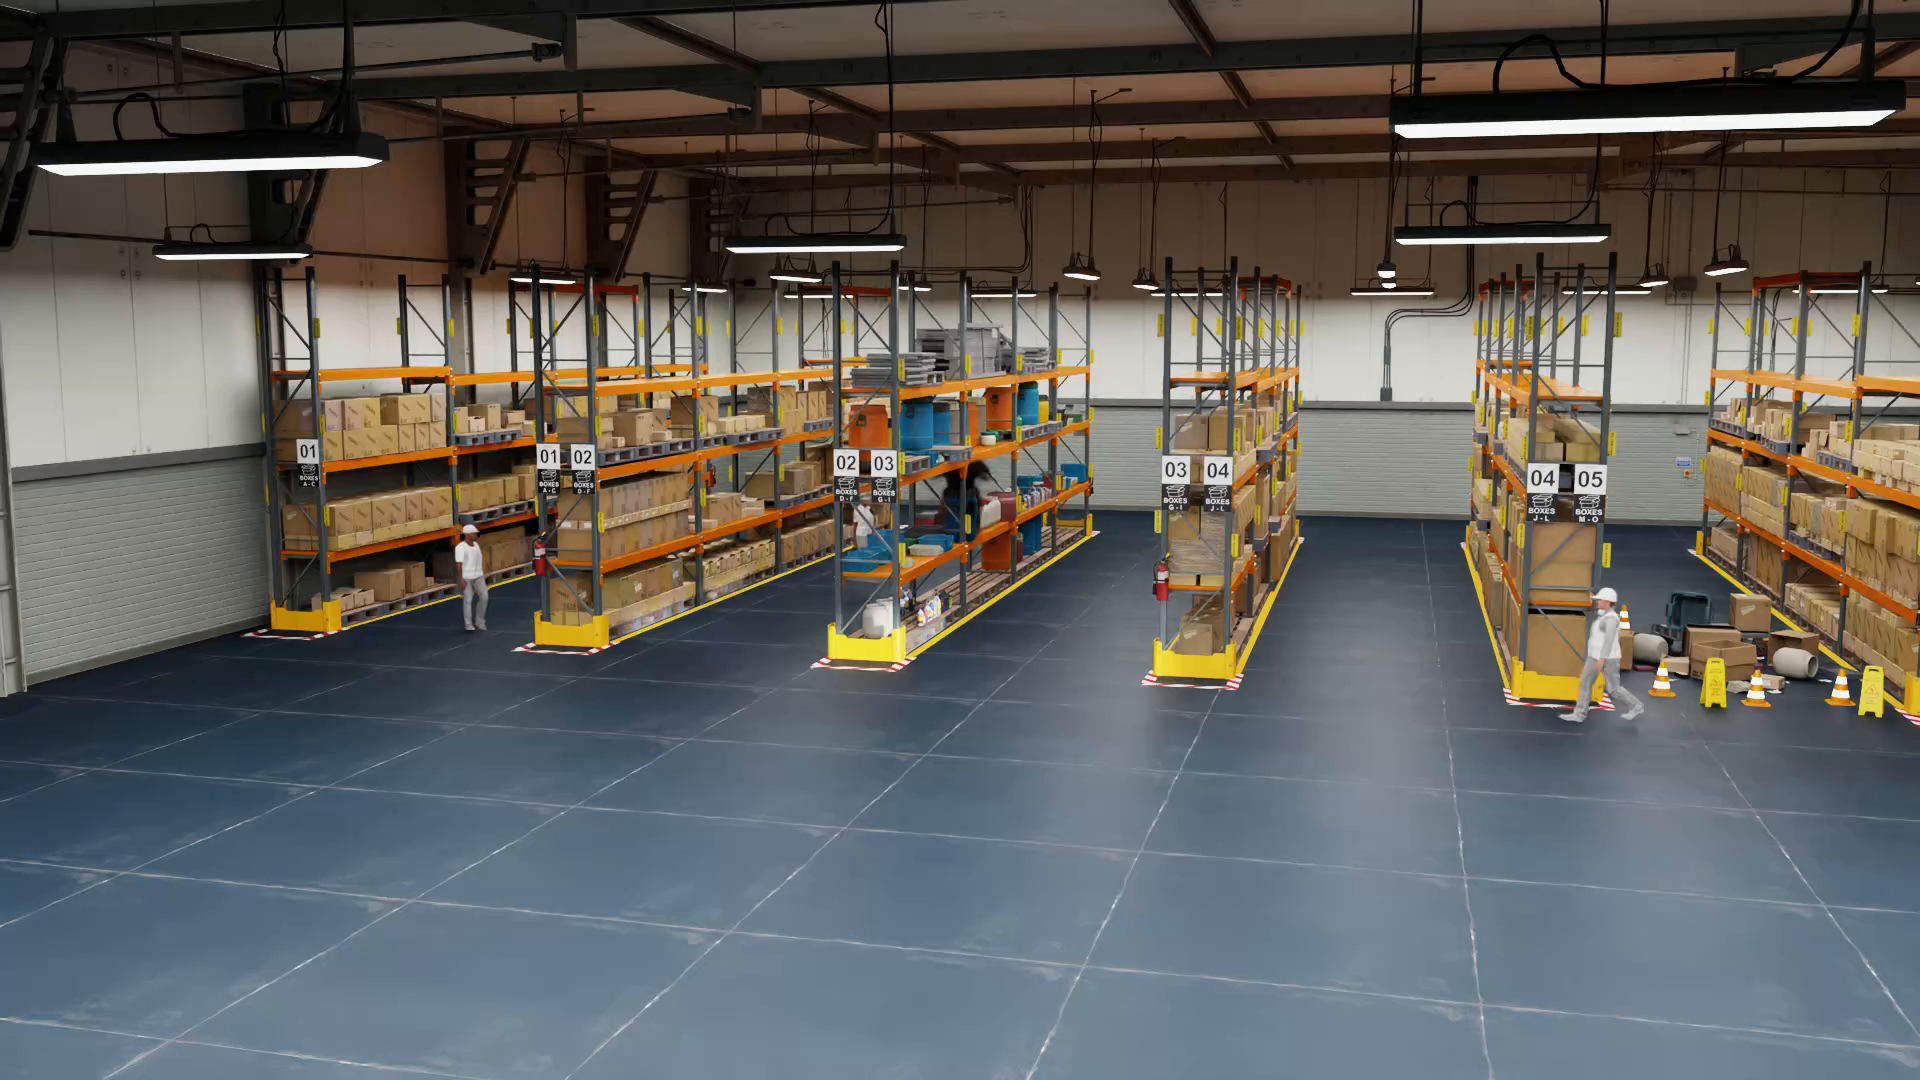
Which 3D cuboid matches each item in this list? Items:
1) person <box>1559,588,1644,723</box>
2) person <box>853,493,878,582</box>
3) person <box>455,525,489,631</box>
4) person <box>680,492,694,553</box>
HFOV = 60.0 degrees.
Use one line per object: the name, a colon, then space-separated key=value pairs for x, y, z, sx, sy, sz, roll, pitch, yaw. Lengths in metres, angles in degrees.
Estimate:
person: x=8.189 y=1.477 z=21.073 sx=0.981 sy=1.750 sz=0.510 roll=-1 pitch=7 yaw=-8
person: x=-1.735 y=-0.058 z=31.076 sx=0.561 sy=1.664 sz=0.489 roll=3 pitch=8 yaw=21
person: x=-8.159 y=0.652 z=27.695 sx=0.565 sy=1.817 sz=0.511 roll=-7 pitch=10 yaw=-43
person: x=-5.612 y=-0.199 z=34.746 sx=0.592 sy=1.599 sz=0.995 roll=2 pitch=7 yaw=13
